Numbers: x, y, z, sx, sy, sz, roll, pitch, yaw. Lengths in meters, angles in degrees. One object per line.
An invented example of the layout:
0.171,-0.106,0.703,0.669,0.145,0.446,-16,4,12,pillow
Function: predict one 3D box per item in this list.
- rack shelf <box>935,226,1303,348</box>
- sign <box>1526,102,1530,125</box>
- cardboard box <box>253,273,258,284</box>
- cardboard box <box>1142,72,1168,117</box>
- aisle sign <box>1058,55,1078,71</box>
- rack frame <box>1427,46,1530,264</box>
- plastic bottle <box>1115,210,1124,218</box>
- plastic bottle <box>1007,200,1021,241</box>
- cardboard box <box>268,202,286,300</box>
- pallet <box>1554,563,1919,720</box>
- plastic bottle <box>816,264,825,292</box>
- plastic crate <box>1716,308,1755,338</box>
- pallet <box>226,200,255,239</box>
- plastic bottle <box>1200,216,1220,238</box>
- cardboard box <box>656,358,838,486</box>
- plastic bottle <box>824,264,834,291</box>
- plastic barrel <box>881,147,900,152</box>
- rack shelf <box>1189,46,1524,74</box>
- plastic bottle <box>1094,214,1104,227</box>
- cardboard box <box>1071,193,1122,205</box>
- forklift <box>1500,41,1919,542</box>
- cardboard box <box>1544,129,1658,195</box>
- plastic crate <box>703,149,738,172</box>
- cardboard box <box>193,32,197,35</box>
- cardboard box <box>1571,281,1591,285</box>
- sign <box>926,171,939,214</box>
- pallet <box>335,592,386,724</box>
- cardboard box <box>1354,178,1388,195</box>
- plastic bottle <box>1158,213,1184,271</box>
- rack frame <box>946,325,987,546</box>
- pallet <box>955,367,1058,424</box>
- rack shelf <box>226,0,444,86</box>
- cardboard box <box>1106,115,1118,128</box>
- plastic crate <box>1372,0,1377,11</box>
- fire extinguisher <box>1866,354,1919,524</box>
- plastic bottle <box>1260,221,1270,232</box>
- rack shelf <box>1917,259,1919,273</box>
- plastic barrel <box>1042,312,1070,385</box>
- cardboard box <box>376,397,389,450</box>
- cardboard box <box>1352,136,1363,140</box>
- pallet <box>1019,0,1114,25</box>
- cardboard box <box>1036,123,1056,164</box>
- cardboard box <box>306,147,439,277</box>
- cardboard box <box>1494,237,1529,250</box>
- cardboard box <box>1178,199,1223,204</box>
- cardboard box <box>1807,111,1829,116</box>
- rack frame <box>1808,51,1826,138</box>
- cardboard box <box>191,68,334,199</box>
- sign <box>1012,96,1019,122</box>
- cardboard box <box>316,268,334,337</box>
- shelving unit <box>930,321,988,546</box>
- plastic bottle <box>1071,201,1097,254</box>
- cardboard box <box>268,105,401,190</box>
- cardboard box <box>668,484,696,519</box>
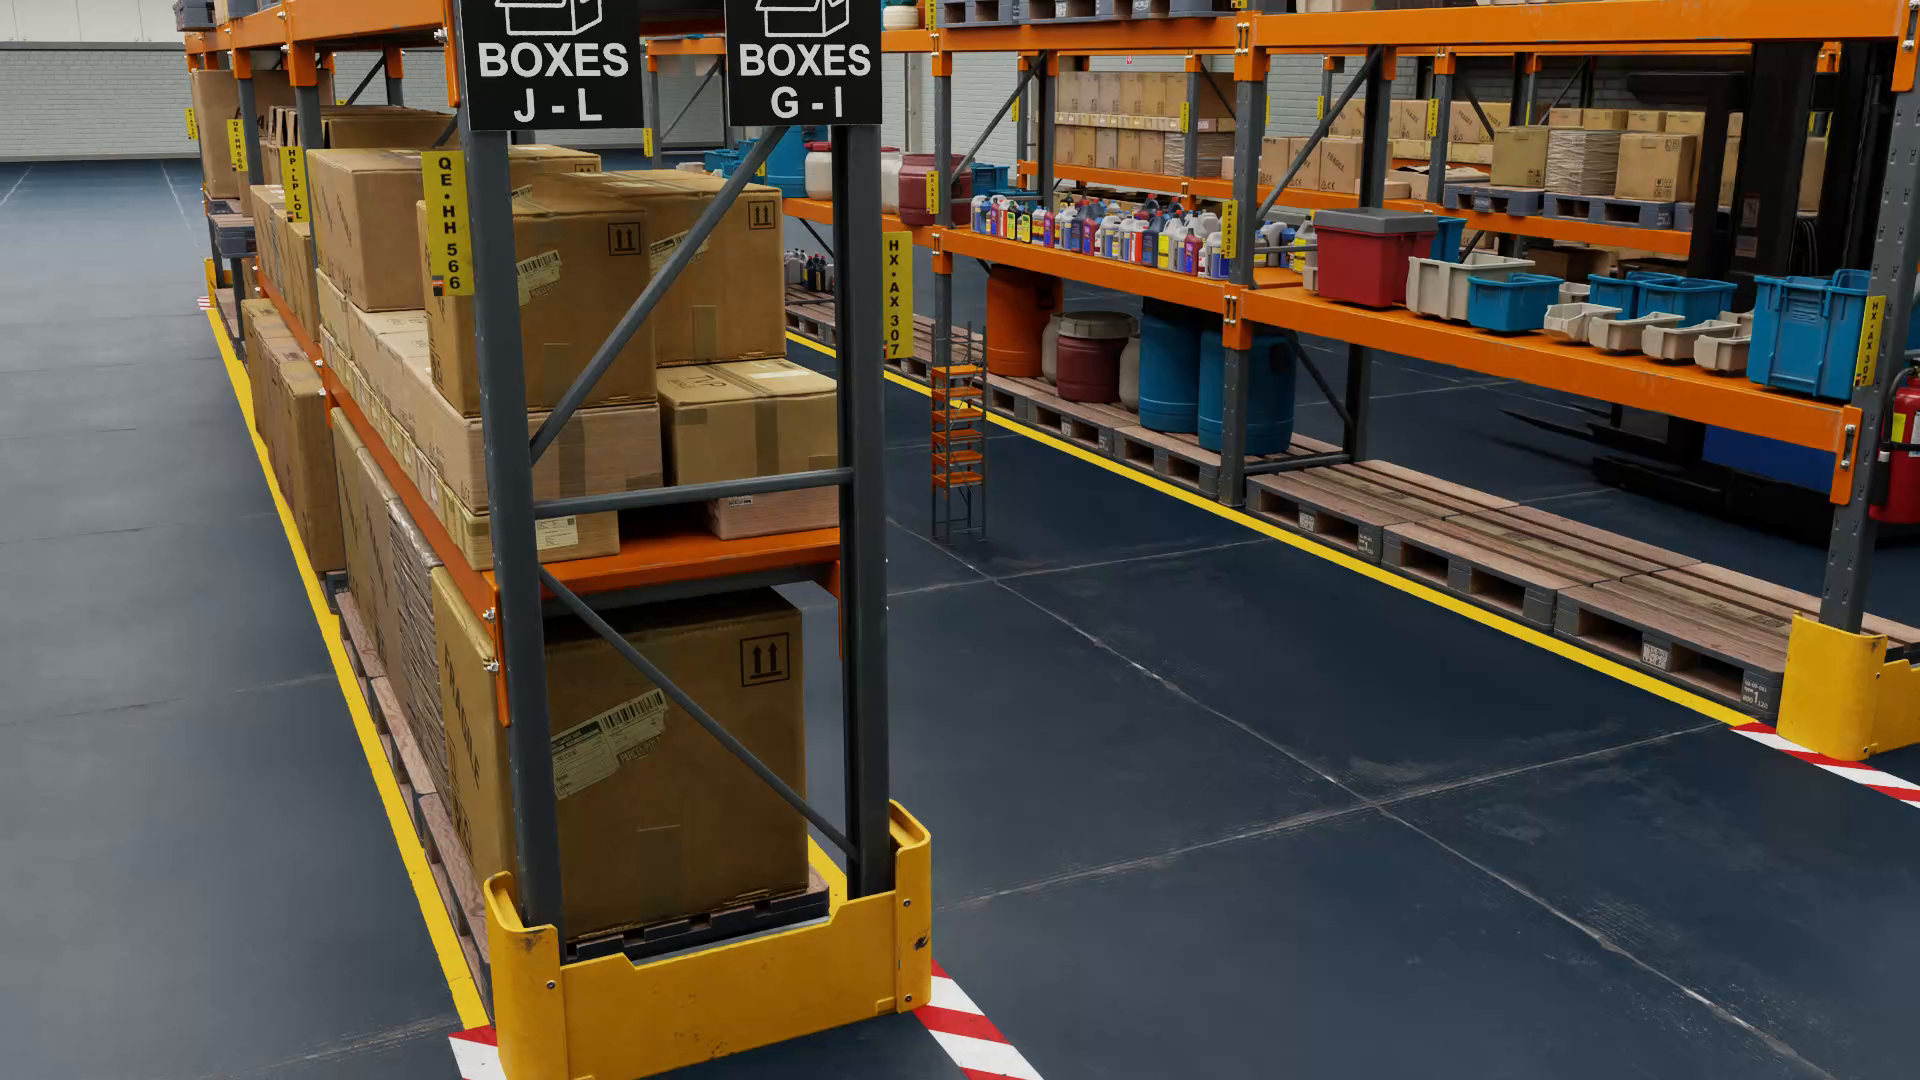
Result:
1.154,-1.853,11.573,1.077,0.370,4.000,-8,18,-25,rack shelf
5.215,-3.879,15.373,0.100,0.325,0.005,-8,18,-25,sign
-6.324,-2.333,15.714,0.500,0.500,0.500,-2,16,-7,cardboard box
2.557,-5.190,19.365,0.700,0.500,0.500,-8,18,-25,cardboard box
1.462,-6.577,22.019,0.394,0.787,0.004,-8,18,-25,aisle sign
4.732,-3.292,15.285,1.000,3.000,0.127,-8,18,-25,rack frame
1.187,-2.342,12.332,0.097,0.201,0.097,0,16,0,plastic bottle
0.397,-2.339,12.174,0.061,0.283,0.133,-8,18,-25,plastic bottle
-3.534,-1.612,9.250,0.500,0.500,0.500,-8,18,-25,cardboard box
3.456,0.420,7.403,1.003,0.211,1.213,-8,18,-25,pallet
-1.482,-2.788,17.655,0.061,0.283,0.133,-8,18,-25,plastic bottle
3.607,-0.972,7.568,0.250,0.136,0.298,-8,18,-25,plastic crate
-5.079,-2.490,12.836,1.003,0.211,1.213,-8,18,-25,pallet
1.627,-2.015,11.060,0.152,0.276,0.135,-8,18,-25,plastic bottle
-0.638,-0.335,4.712,0.500,0.250,0.500,-8,18,-26,cardboard box
-1.387,-2.797,17.701,0.152,0.276,0.135,-7,17,-23,plastic bottle
-0.742,-3.199,14.713,0.433,0.535,0.433,0,16,0,plastic barrel
3.856,-4.884,16.698,1.077,0.370,4.000,-8,18,-25,rack shelf
0.946,-2.072,11.266,0.097,0.271,0.097,0,16,0,plastic bottle
1.713,-4.110,21.000,0.500,0.500,0.500,-8,18,-25,cardboard box
4.662,-1.756,10.058,1.130,2.935,3.031,-7,17,-22,forklift
5.338,-3.150,13.846,0.700,0.500,0.500,-4,17,-14,cardboard box
-2.739,-4.519,19.829,0.499,0.251,0.616,-8,18,-25,plastic crate
-6.809,-4.796,15.357,0.500,0.250,0.500,-8,18,-25,cardboard box
5.579,-1.970,14.412,0.500,0.500,0.500,-8,18,-27,cardboard box
-0.214,-2.705,12.942,0.100,0.325,0.005,-8,18,-25,sign
-2.160,0.434,7.355,1.003,0.211,1.213,-8,18,-25,pallet
4.122,-3.481,16.398,0.380,0.149,0.250,-6,17,-21,cardboard box
1.333,-1.867,10.409,0.144,0.351,0.185,-8,18,-25,plastic bottle
0.034,-0.558,9.019,0.240,1.200,0.006,-8,18,-25,rack frame
0.660,-1.164,12.923,1.003,0.211,1.213,-8,18,-25,pallet
-3.299,-2.696,9.074,1.077,0.370,4.000,-8,18,-25,rack shelf
1.994,-5.066,20.109,0.380,0.149,0.250,-7,17,-23,cardboard box
2.487,-2.974,9.123,0.450,0.188,0.662,-8,18,-25,plastic crate
3.440,-0.402,6.030,0.296,0.674,0.183,-8,18,-25,fire extinguisher
1.983,-1.924,10.752,0.097,0.271,0.097,0,16,0,plastic bottle
7.360,-1.459,10.200,1.077,0.370,4.000,-8,18,-25,rack shelf
0.835,-1.452,12.622,0.421,0.512,0.421,0,16,0,plastic barrel
-1.792,-0.419,5.729,0.380,0.149,0.250,-7,18,-24,cardboard box
5.847,-5.527,23.306,0.500,0.250,0.500,-8,18,-27,cardboard box
1.099,-3.517,10.973,1.003,0.211,1.213,-8,18,-25,pallet
1.420,-5.207,21.775,0.700,0.500,0.500,-8,18,-25,cardboard box
-2.443,-1.386,7.015,0.500,0.500,0.500,-8,18,-25,cardboard box
7.169,-3.862,21.610,0.380,0.166,0.250,-10,19,-32,cardboard box
2.832,-3.801,19.920,0.500,0.500,0.500,-8,18,-25,cardboard box
9.005,-4.545,17.496,0.380,0.149,0.250,-10,19,-32,cardboard box
9.183,-3.892,17.374,1.000,3.000,0.127,-8,18,-25,rack frame
-5.705,-3.364,13.687,1.000,1.000,1.000,-8,18,-25,cardboard box
0.725,-5.664,21.838,0.100,0.325,0.005,-8,18,-25,sign
-2.452,-1.027,7.124,0.500,0.250,0.500,-8,18,-26,cardboard box
-0.006,-0.580,9.098,0.258,1.200,0.189,-8,18,-25,shelving unit
0.850,-2.141,11.361,0.144,0.351,0.185,-8,18,-25,plastic bottle
-3.869,-2.443,10.326,0.797,0.503,0.637,-7,17,-23,cardboard box
-0.643,-0.183,4.906,0.380,0.149,0.250,-8,18,-26,cardboard box
